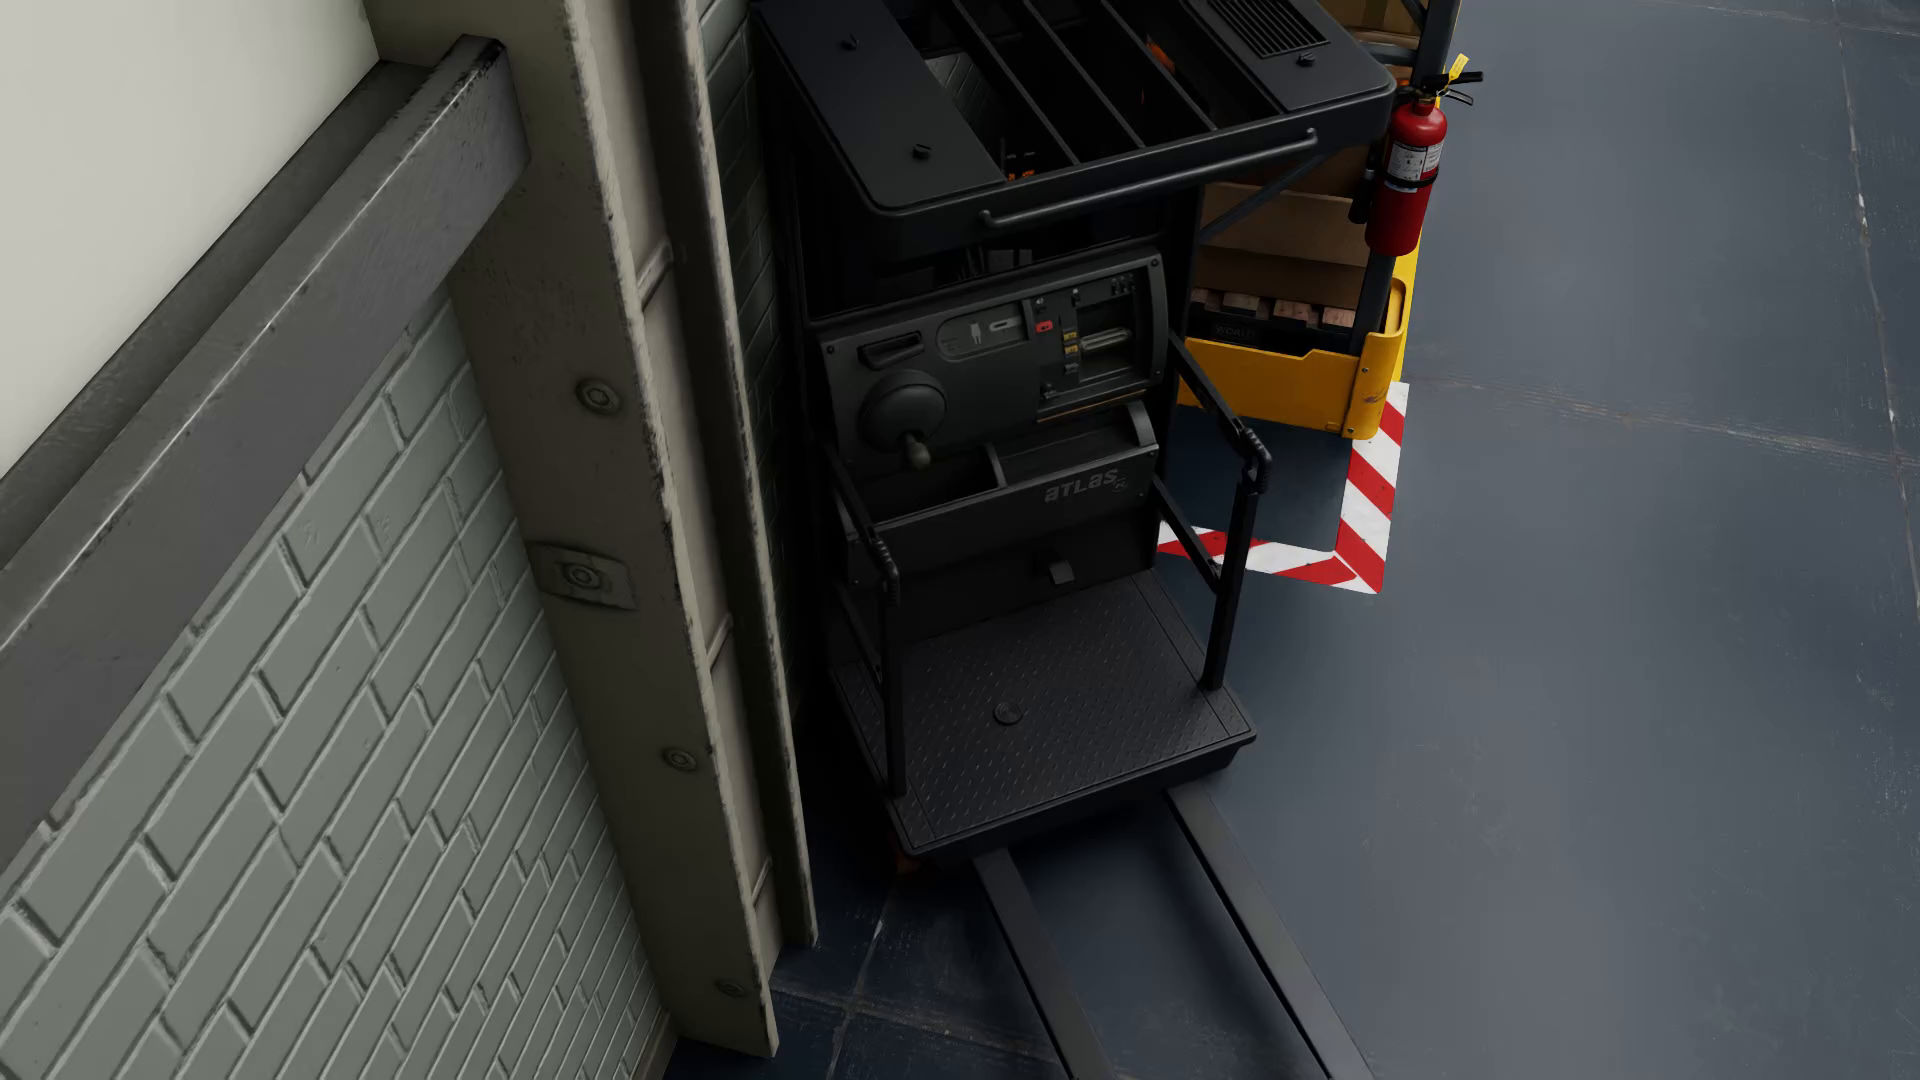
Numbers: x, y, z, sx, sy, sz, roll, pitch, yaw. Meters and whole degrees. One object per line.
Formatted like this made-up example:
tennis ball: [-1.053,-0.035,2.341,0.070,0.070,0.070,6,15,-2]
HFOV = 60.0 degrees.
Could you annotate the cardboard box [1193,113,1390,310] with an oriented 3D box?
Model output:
cardboard box: [1.228,-1.267,6.252,0.797,0.503,0.637,10,49,9]

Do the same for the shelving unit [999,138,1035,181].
shelving unit: [0.263,-0.917,5.859,0.215,1.050,0.252,-13,50,-11]

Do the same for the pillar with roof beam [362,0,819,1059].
pillar with roof beam: [3.550,-0.894,0.537,9.100,9.000,0.400,12,50,10]

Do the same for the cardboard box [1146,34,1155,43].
cardboard box: [0.804,-1.740,5.453,0.380,0.149,0.250,11,50,10]

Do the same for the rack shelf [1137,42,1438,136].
rack shelf: [1.502,-2.739,6.647,1.077,0.370,4.000,12,50,10]

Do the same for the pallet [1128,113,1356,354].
pallet: [1.205,-1.239,6.703,1.003,0.211,1.213,12,50,10]

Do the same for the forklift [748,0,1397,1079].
forklift: [0.183,-0.356,4.109,1.130,2.935,3.031,-17,51,-14]

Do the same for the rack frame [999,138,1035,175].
rack frame: [0.228,-1.005,5.937,0.200,1.050,0.008,-13,50,-11]

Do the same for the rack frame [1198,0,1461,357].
rack frame: [0.976,-1.530,5.100,1.000,3.000,0.127,12,50,10]

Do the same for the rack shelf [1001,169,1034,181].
rack shelf: [0.263,-1.099,5.655,0.215,0.259,0.240,-13,50,-11]

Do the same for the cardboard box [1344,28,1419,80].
cardboard box: [1.327,-1.631,5.356,0.380,0.149,0.250,11,50,10]

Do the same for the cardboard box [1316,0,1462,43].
cardboard box: [1.355,-1.854,5.287,0.500,0.250,0.500,12,50,10]

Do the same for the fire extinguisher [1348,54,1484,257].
fire extinguisher: [1.383,-1.184,5.094,0.296,0.674,0.183,12,50,10]

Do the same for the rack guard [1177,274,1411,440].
rack guard: [0.996,-0.758,6.086,1.175,0.500,0.348,12,50,10]

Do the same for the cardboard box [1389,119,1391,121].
cardboard box: [1.491,-1.877,6.793,0.700,0.500,0.500,13,50,12]
